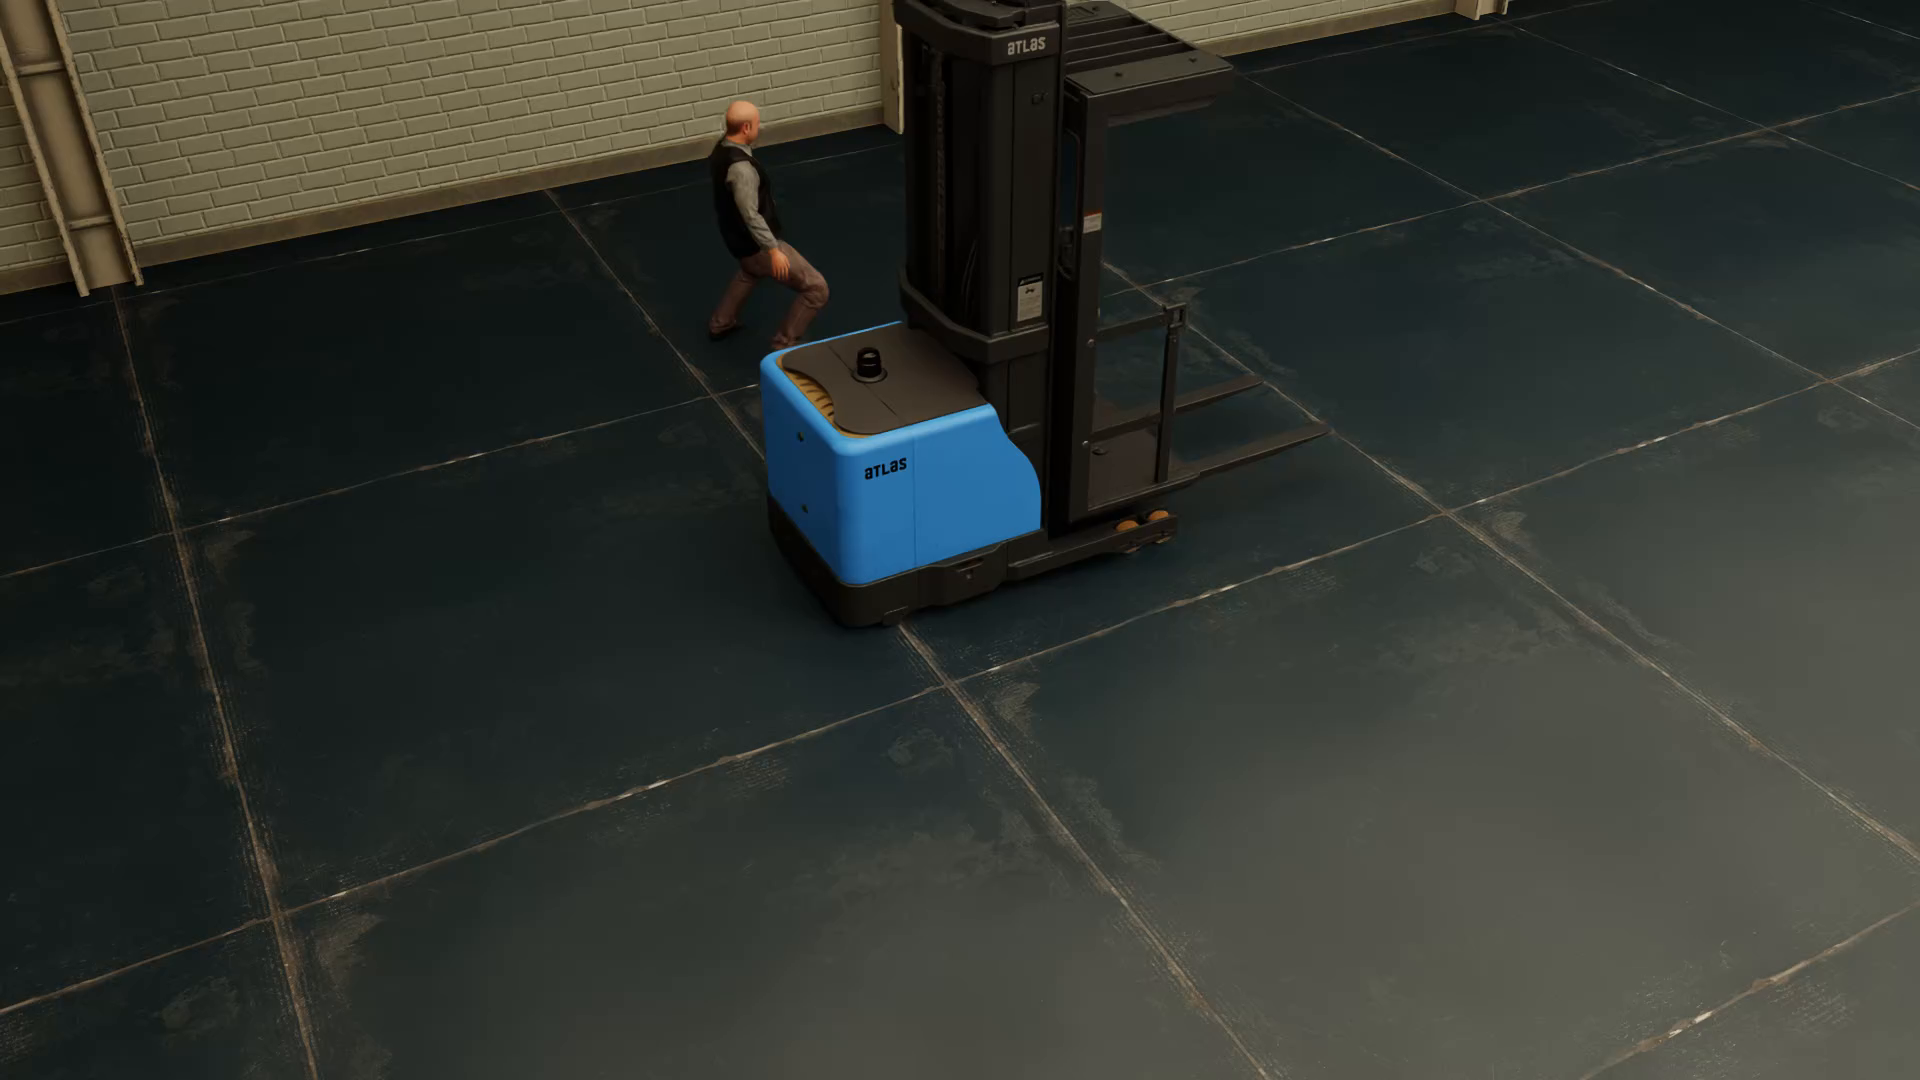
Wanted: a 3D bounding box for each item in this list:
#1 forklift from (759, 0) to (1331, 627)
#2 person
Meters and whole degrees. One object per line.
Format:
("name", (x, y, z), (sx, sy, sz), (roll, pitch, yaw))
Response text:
("forklift", (0.553, -1.381, 8.077), (3.031, 2.935, 1.130), (-17, 39, -23))
("person", (-1.195, -1.837, 9.907), (0.639, 1.597, 0.936), (-12, 37, -16))
